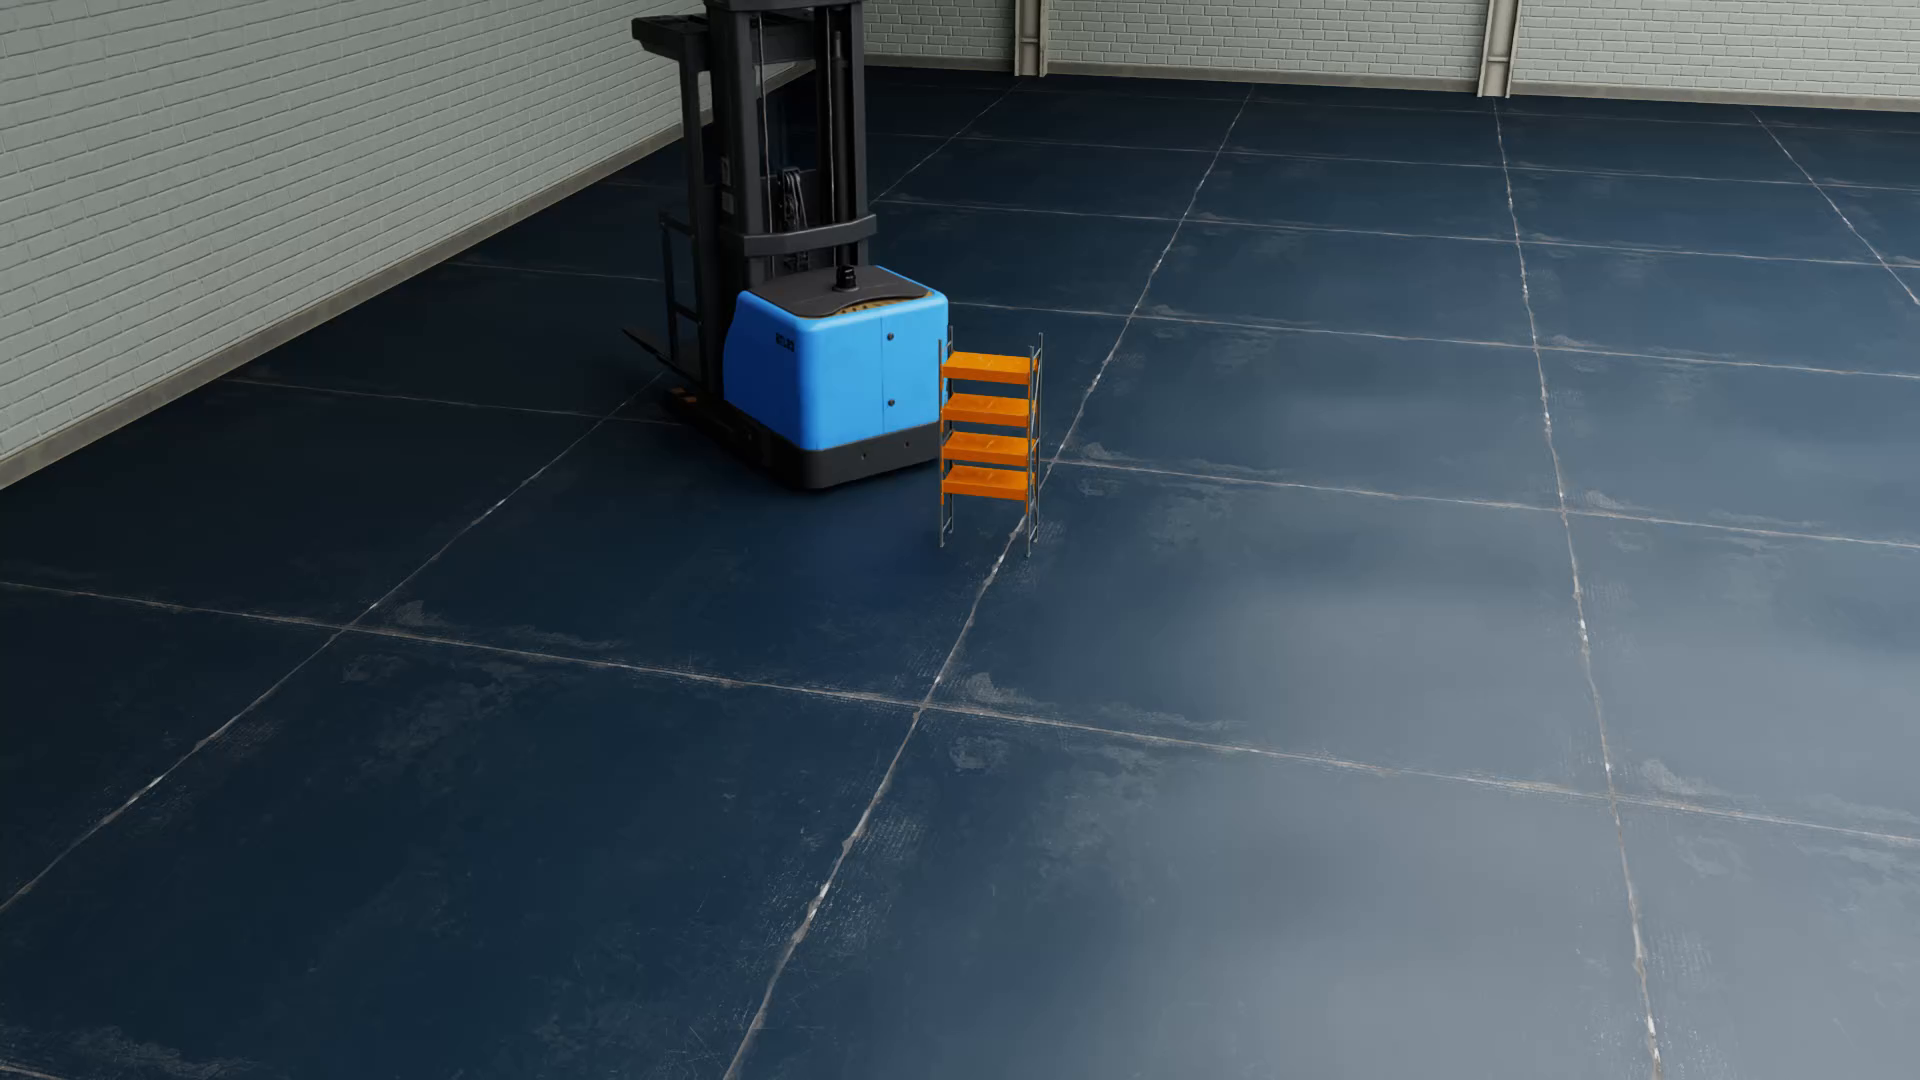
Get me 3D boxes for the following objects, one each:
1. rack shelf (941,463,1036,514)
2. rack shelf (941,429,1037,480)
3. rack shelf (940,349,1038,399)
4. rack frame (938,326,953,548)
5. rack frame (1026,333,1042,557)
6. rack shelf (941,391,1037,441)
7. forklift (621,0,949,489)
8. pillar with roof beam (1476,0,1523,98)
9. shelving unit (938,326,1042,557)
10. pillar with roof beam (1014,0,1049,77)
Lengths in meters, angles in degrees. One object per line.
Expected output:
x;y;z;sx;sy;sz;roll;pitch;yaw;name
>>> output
0.160;-0.284;9.069;0.480;0.148;0.258;6;26;13;rack shelf
0.160;-0.463;8.984;0.480;0.148;0.258;6;26;13;rack shelf
0.160;-0.879;8.786;0.480;0.148;0.258;6;26;13;rack shelf
-0.076;-0.550;9.010;0.015;1.200;0.240;6;26;13;rack frame
0.397;-0.498;8.900;0.015;1.200;0.240;6;26;13;rack frame
0.160;-0.665;8.888;0.480;0.148;0.258;6;26;13;rack shelf
-1.304;-2.201;10.463;1.130;2.935;3.031;-16;30;-31;forklift
5.697;-7.923;15.423;0.400;9.000;9.100;6;26;13;pillar with roof beam
0.160;-0.524;8.955;0.503;1.200;0.258;6;26;13;shelving unit
-0.114;-8.565;16.772;0.400;9.000;9.100;6;26;13;pillar with roof beam
